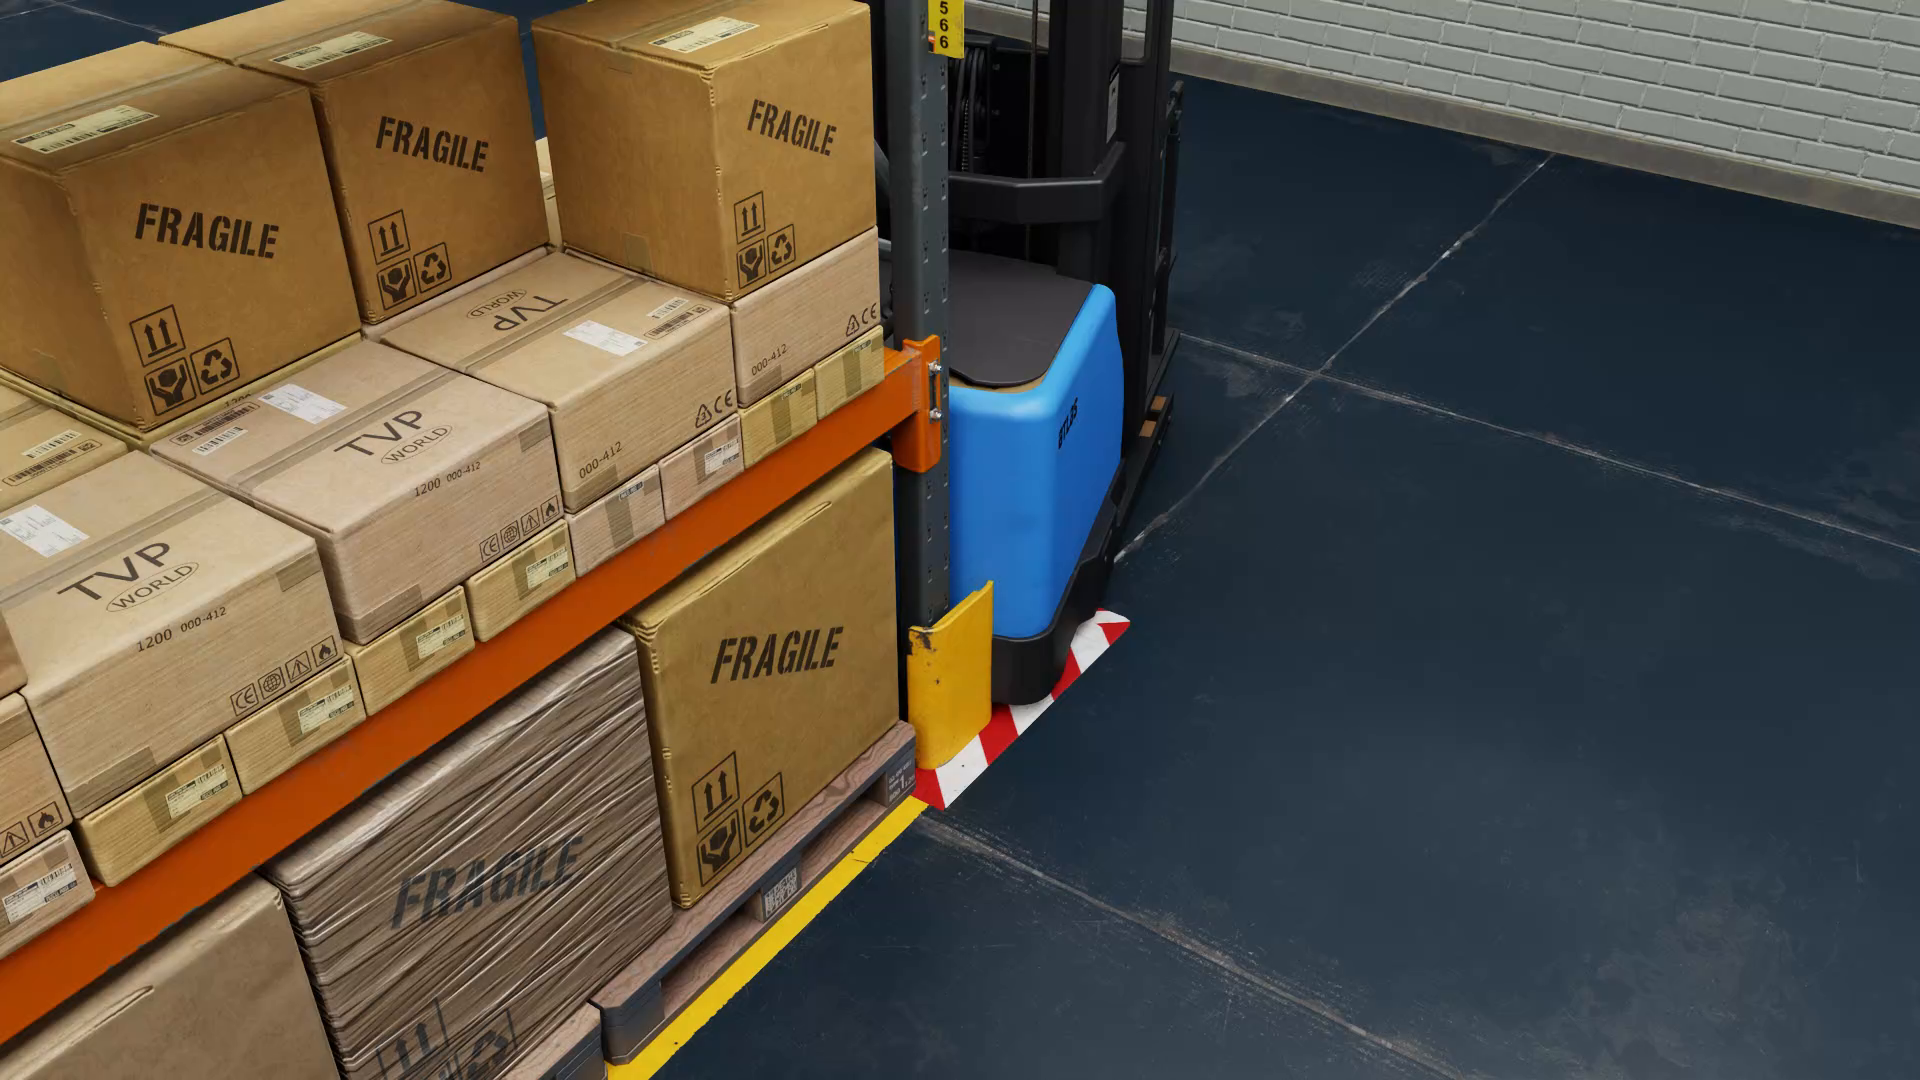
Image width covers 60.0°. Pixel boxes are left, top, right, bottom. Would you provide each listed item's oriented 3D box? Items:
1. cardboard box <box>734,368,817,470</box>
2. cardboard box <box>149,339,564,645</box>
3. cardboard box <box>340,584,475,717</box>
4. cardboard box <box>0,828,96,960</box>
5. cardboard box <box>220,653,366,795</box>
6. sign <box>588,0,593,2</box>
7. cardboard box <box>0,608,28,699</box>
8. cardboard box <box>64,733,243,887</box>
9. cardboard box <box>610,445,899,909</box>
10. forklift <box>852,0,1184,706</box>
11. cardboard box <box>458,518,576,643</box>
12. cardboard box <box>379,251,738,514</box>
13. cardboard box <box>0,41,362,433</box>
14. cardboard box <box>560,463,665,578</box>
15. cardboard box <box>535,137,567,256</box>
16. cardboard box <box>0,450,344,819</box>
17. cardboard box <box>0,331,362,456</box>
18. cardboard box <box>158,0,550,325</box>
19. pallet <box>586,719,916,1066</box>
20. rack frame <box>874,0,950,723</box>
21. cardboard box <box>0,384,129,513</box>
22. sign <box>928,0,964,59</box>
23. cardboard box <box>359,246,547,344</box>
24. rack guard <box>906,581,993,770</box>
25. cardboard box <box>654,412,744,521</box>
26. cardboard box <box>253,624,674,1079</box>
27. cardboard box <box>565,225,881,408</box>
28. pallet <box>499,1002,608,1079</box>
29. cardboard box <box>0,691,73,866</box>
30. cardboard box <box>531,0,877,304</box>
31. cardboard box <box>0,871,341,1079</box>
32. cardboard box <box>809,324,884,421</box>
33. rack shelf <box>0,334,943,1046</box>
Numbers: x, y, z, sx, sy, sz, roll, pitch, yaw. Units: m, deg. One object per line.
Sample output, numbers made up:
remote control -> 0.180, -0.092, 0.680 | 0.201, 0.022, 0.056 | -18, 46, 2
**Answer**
cardboard box -> -0.551, -0.329, 3.784 | 0.380, 0.149, 0.250 | 22, 40, 29
cardboard box -> -1.110, -0.108, 3.101 | 0.500, 0.250, 0.500 | 20, 39, 27
cardboard box -> -1.133, 0.140, 3.089 | 0.380, 0.149, 0.250 | 21, 40, 28
cardboard box -> -1.572, 0.496, 2.564 | 0.380, 0.149, 0.250 | 22, 40, 29
cardboard box -> -1.276, 0.254, 2.921 | 0.380, 0.149, 0.250 | 22, 40, 29
sign -> -0.924, -1.394, 4.290 | 0.100, 0.325, 0.005 | 21, 39, 28
cardboard box -> -1.689, 0.043, 2.208 | 0.500, 0.500, 0.500 | 20, 39, 27
cardboard box -> -1.423, 0.374, 2.743 | 0.380, 0.149, 0.250 | 20, 39, 27
cardboard box -> -0.771, 0.204, 4.293 | 0.875, 0.875, 0.875 | 21, 39, 28
forklift -> 0.180, -1.548, 5.423 | 1.130, 2.935, 3.031 | 10, 35, 14
cardboard box -> -0.985, 0.021, 3.266 | 0.380, 0.149, 0.250 | 20, 39, 27
cardboard box -> -0.820, -0.343, 3.448 | 0.500, 0.250, 0.500 | 21, 39, 27
cardboard box -> -1.543, -0.589, 3.143 | 0.500, 0.500, 0.500 | 20, 39, 27
cardboard box -> -0.839, -0.099, 3.443 | 0.380, 0.149, 0.250 | 22, 40, 29
cardboard box -> -0.967, -0.749, 4.048 | 0.500, 0.250, 0.500 | 20, 39, 27
cardboard box -> -1.403, 0.133, 2.745 | 0.500, 0.250, 0.500 | 21, 40, 28
cardboard box -> -1.547, -0.278, 3.351 | 0.500, 0.250, 0.500 | 20, 39, 27
cardboard box -> -1.252, -0.830, 3.498 | 0.500, 0.500, 0.500 | 20, 39, 27
pallet -> -0.863, 0.725, 4.489 | 1.003, 0.211, 1.213 | 21, 39, 28
rack frame -> -0.472, -0.823, 4.289 | 1.000, 3.000, 0.127 | 21, 39, 28
cardboard box -> -1.841, -0.036, 2.994 | 0.500, 0.250, 0.500 | 20, 39, 27
sign -> -0.034, -1.221, 3.632 | 0.100, 0.325, 0.005 | 21, 39, 28
cardboard box -> -1.258, -0.508, 3.692 | 0.500, 0.250, 0.500 | 21, 39, 28
rack guard -> -0.458, 0.202, 5.005 | 1.175, 0.500, 0.348 | 21, 39, 28
cardboard box -> -0.696, -0.214, 3.613 | 0.380, 0.149, 0.250 | 21, 40, 28
cardboard box -> -1.290, 0.622, 3.674 | 0.875, 0.875, 0.875 | 21, 39, 28
cardboard box -> -0.530, -0.576, 3.792 | 0.500, 0.250, 0.500 | 21, 39, 27
pallet -> -1.559, 1.285, 3.662 | 1.003, 0.211, 1.213 | 21, 39, 28
cardboard box -> -1.691, 0.357, 2.413 | 0.500, 0.250, 0.500 | 22, 40, 29
cardboard box -> -0.533, -0.886, 3.582 | 0.500, 0.500, 0.500 | 22, 40, 29
cardboard box -> -1.797, 1.032, 3.068 | 0.875, 0.875, 0.875 | 21, 39, 28
cardboard box -> -0.404, -0.450, 3.961 | 0.380, 0.149, 0.250 | 22, 40, 29
rack shelf -> -1.612, 0.396, 3.129 | 1.077, 0.370, 4.000 | 21, 39, 28
